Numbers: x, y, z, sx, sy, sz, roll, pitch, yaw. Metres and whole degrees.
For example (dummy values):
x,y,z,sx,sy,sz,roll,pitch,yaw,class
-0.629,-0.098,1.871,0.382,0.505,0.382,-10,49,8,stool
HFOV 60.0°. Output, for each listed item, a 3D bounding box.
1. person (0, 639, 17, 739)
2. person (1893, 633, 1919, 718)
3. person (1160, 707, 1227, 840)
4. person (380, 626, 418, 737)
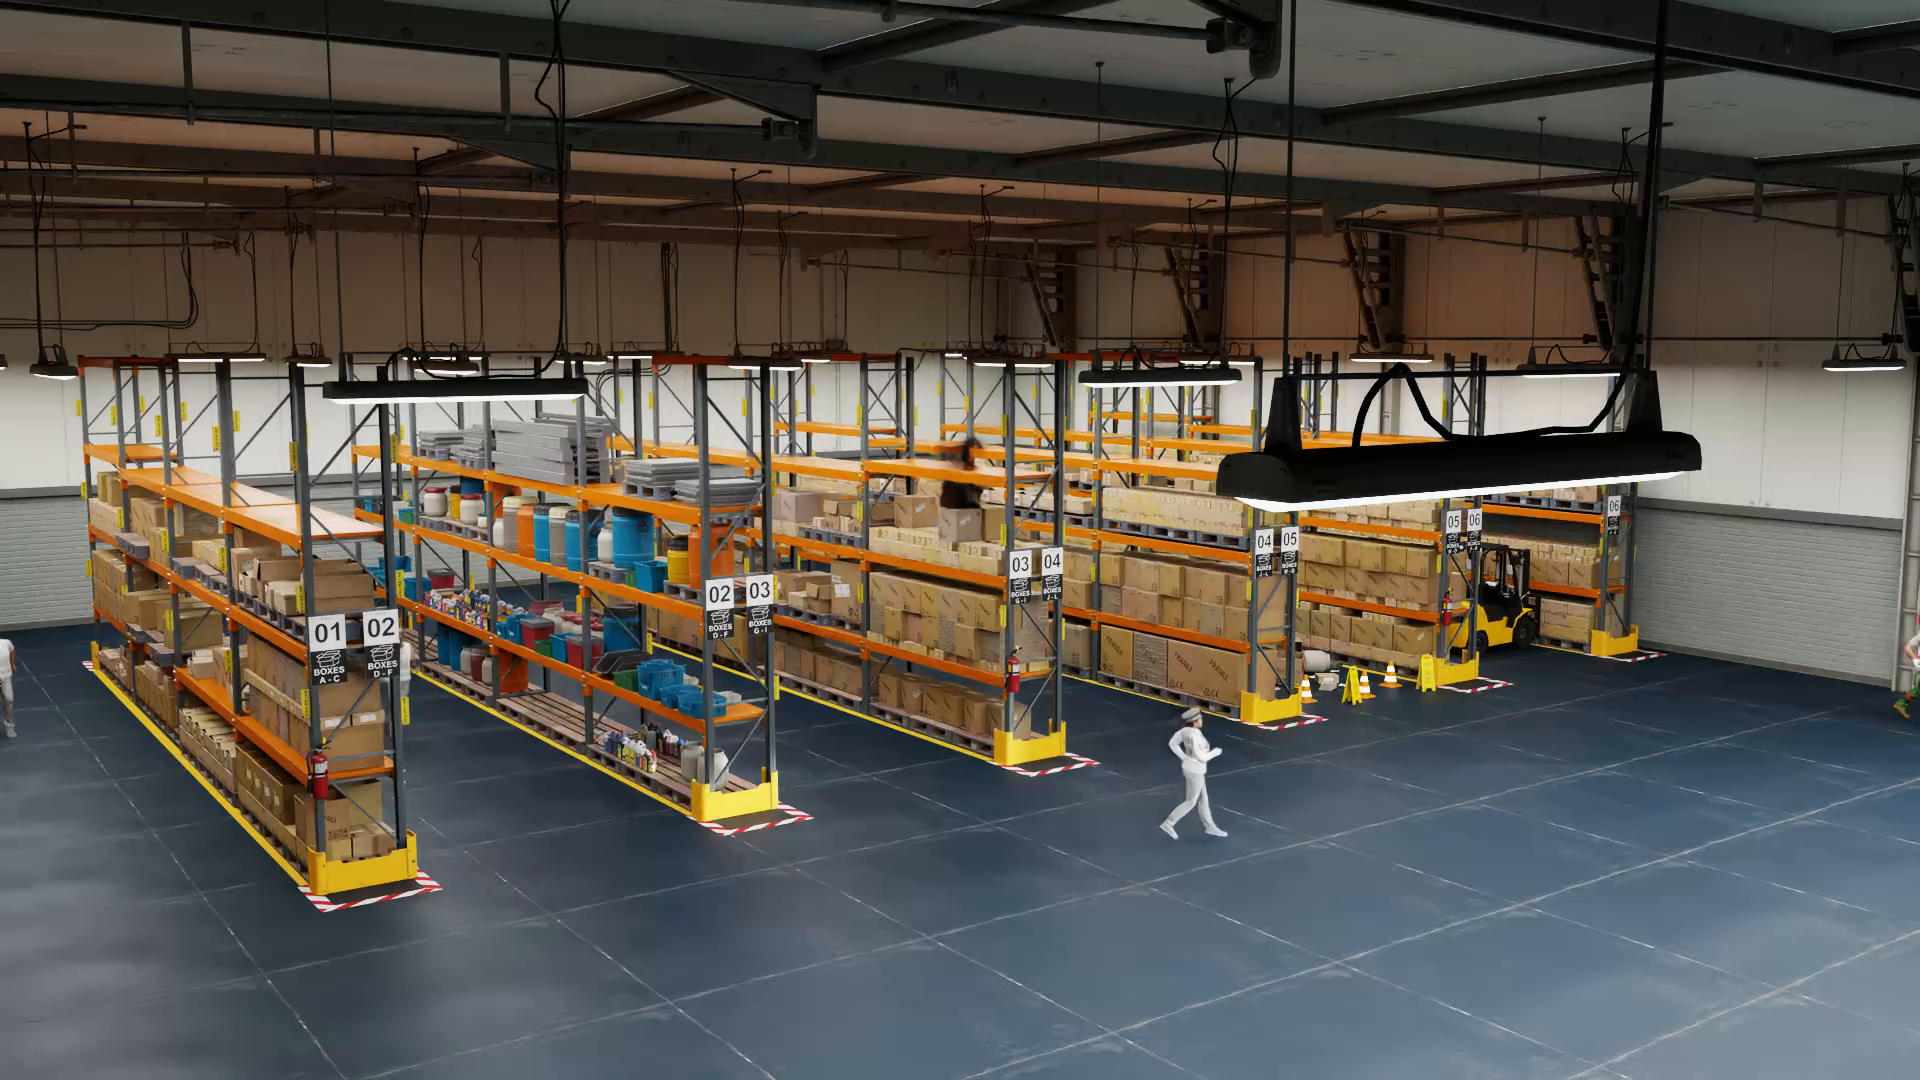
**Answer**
x,y,z,sx,sy,sz,roll,pitch,yaw,class
-15.389,2.240,26.544,0.681,1.823,0.830,-6,9,-42,person
15.851,2.110,27.251,0.667,1.779,0.974,-6,9,-42,person
2.946,2.931,20.876,0.910,1.683,0.610,-1,7,-9,person
-8.915,2.261,26.406,0.720,1.807,0.655,7,10,43,person
